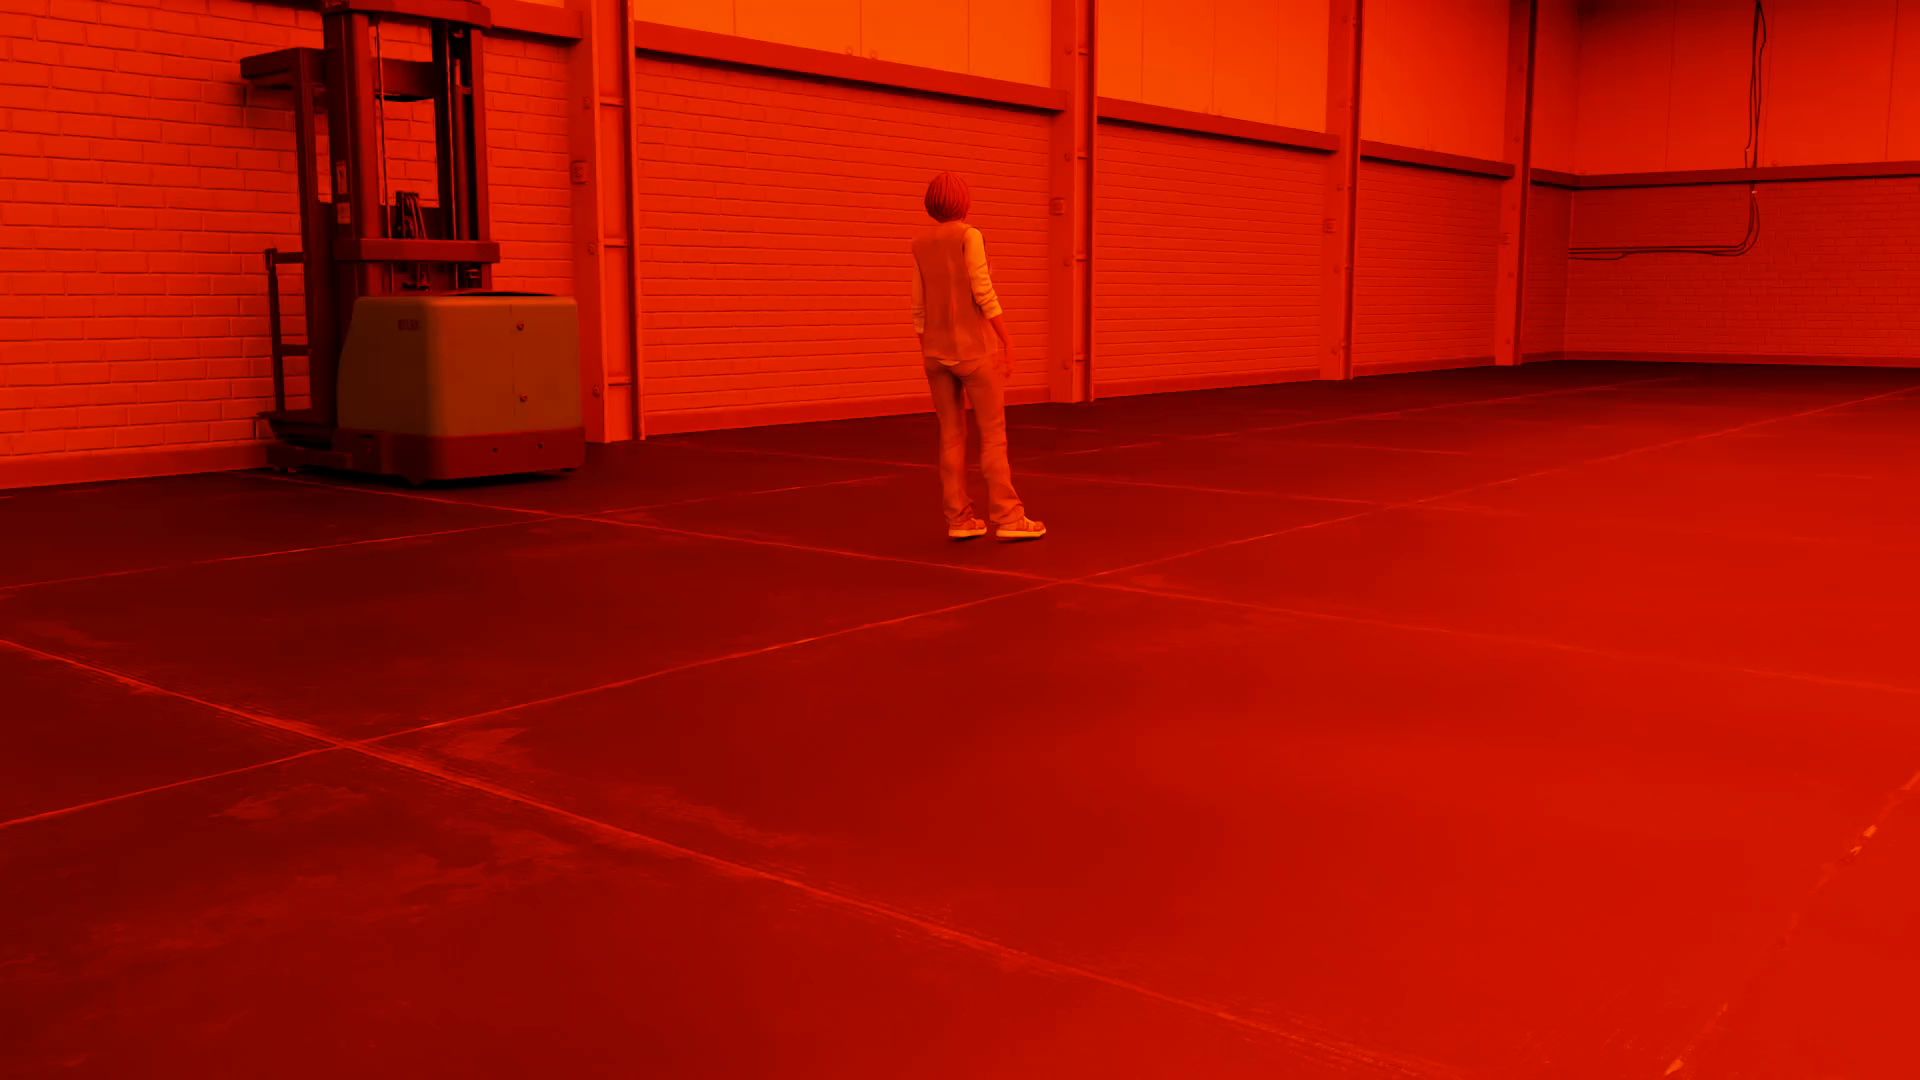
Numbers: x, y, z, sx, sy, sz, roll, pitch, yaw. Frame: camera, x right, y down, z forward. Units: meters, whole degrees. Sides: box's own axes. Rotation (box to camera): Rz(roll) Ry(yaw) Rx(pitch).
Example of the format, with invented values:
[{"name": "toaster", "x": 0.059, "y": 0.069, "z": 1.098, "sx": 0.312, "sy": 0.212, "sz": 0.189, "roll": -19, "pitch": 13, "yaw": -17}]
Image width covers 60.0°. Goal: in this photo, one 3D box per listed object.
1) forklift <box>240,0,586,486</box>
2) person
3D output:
[{"name": "forklift", "x": -3.669, "y": -1.906, "z": 10.306, "sx": 3.031, "sy": 2.935, "sz": 1.130, "roll": 7, "pitch": 11, "yaw": 41}, {"name": "person", "x": 0.058, "y": -0.805, "z": 7.337, "sx": 0.520, "sy": 1.599, "sz": 0.473, "roll": 7, "pitch": 11, "yaw": 38}]
